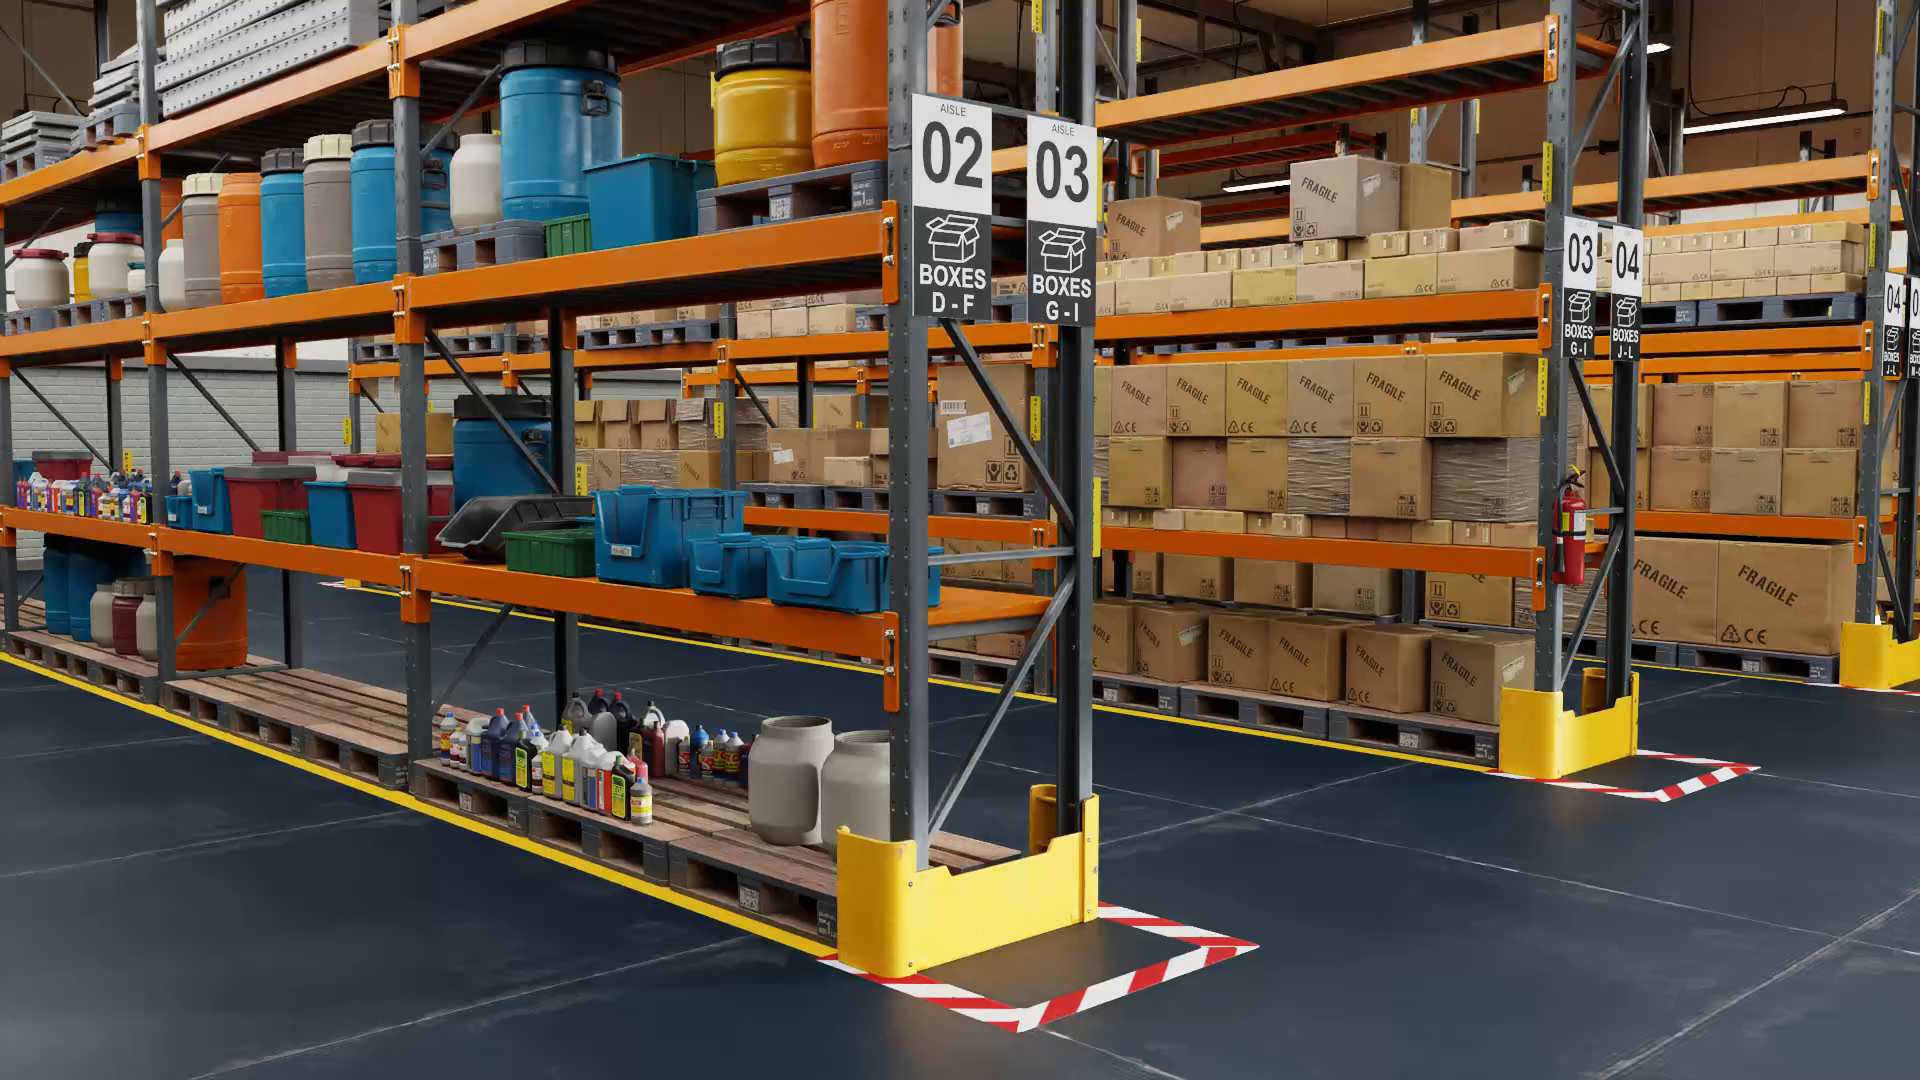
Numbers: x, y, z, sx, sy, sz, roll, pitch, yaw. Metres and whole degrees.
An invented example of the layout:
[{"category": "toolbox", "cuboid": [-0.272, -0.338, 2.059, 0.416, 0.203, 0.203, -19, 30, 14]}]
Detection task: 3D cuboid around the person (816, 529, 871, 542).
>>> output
[{"category": "person", "cuboid": [-1.345, 0.251, 17.665, 0.945, 1.154, 0.565, 4, 5, 44]}]
